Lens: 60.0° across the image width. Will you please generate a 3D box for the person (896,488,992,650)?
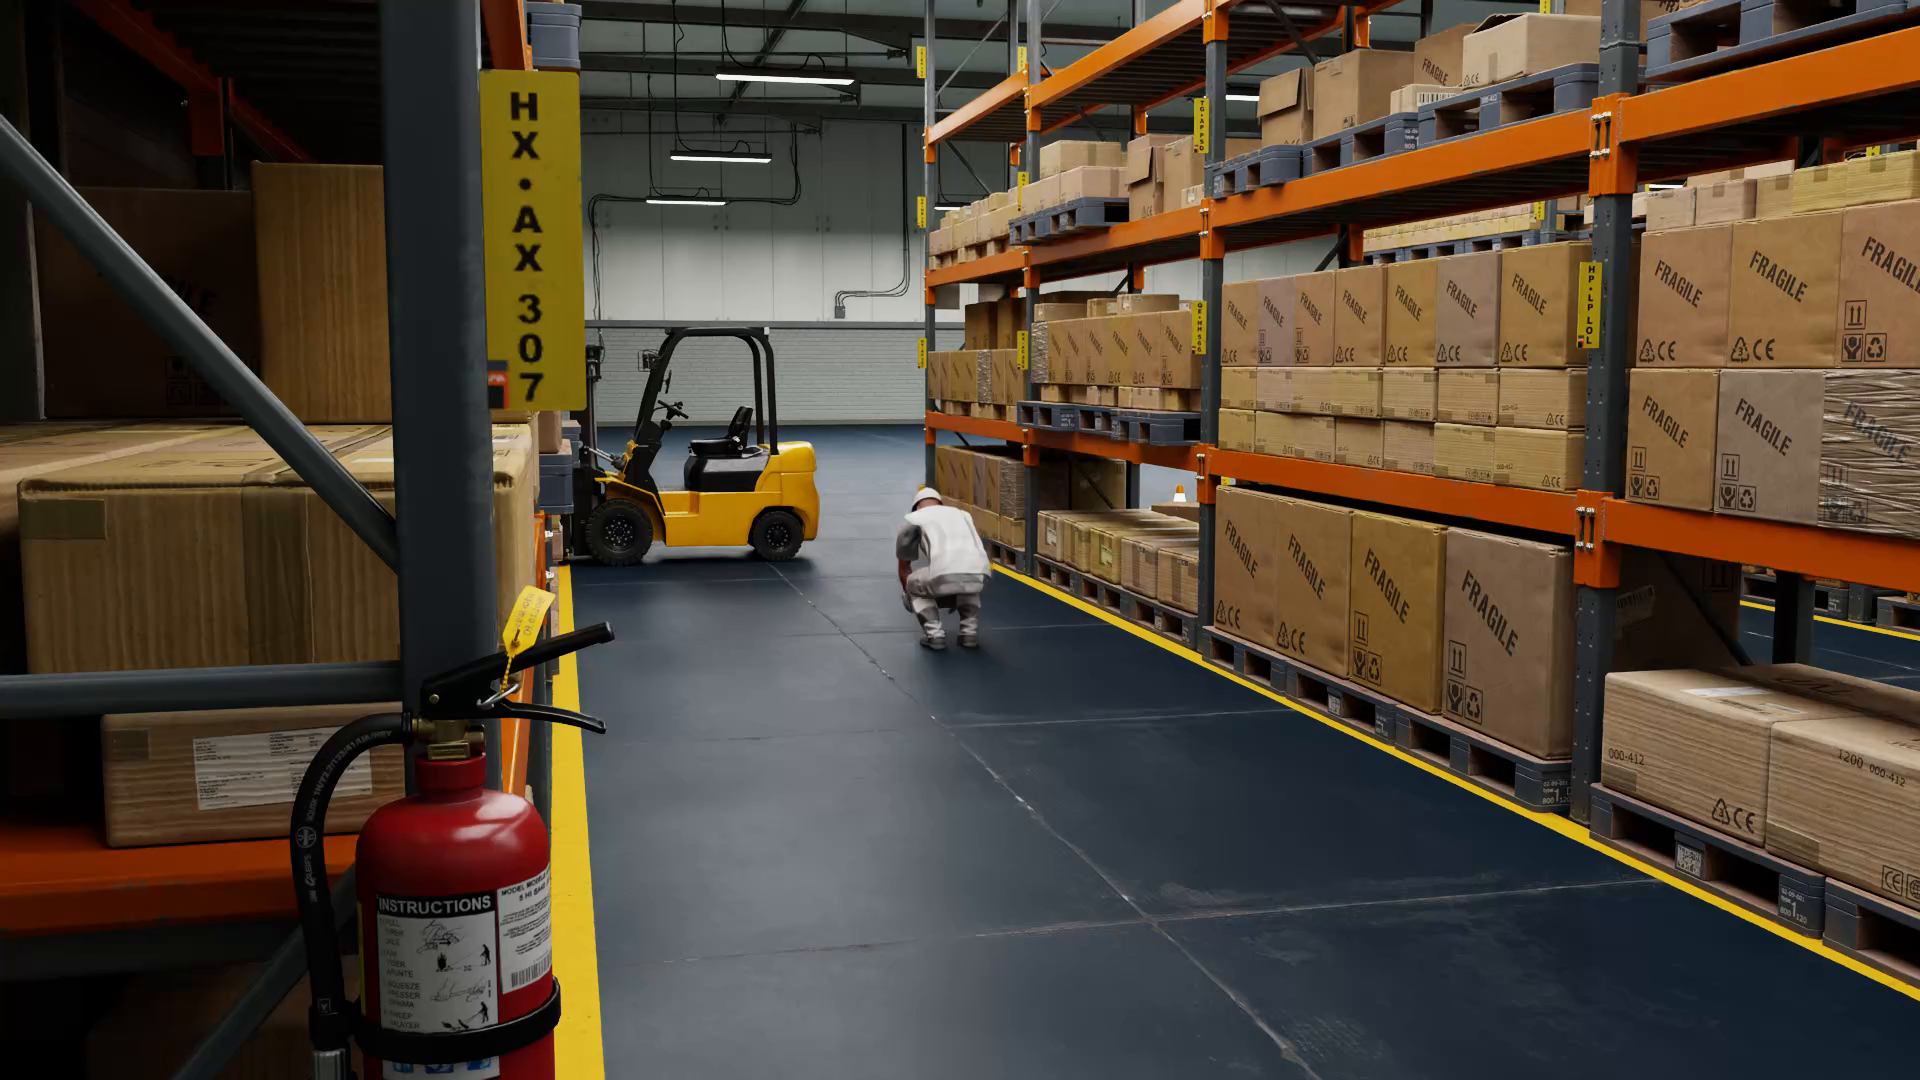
[{"bbox_3d":[-0.113,0.180,10.824,0.567,1.006,0.881,-1,6,-14],"label":"person"}]
